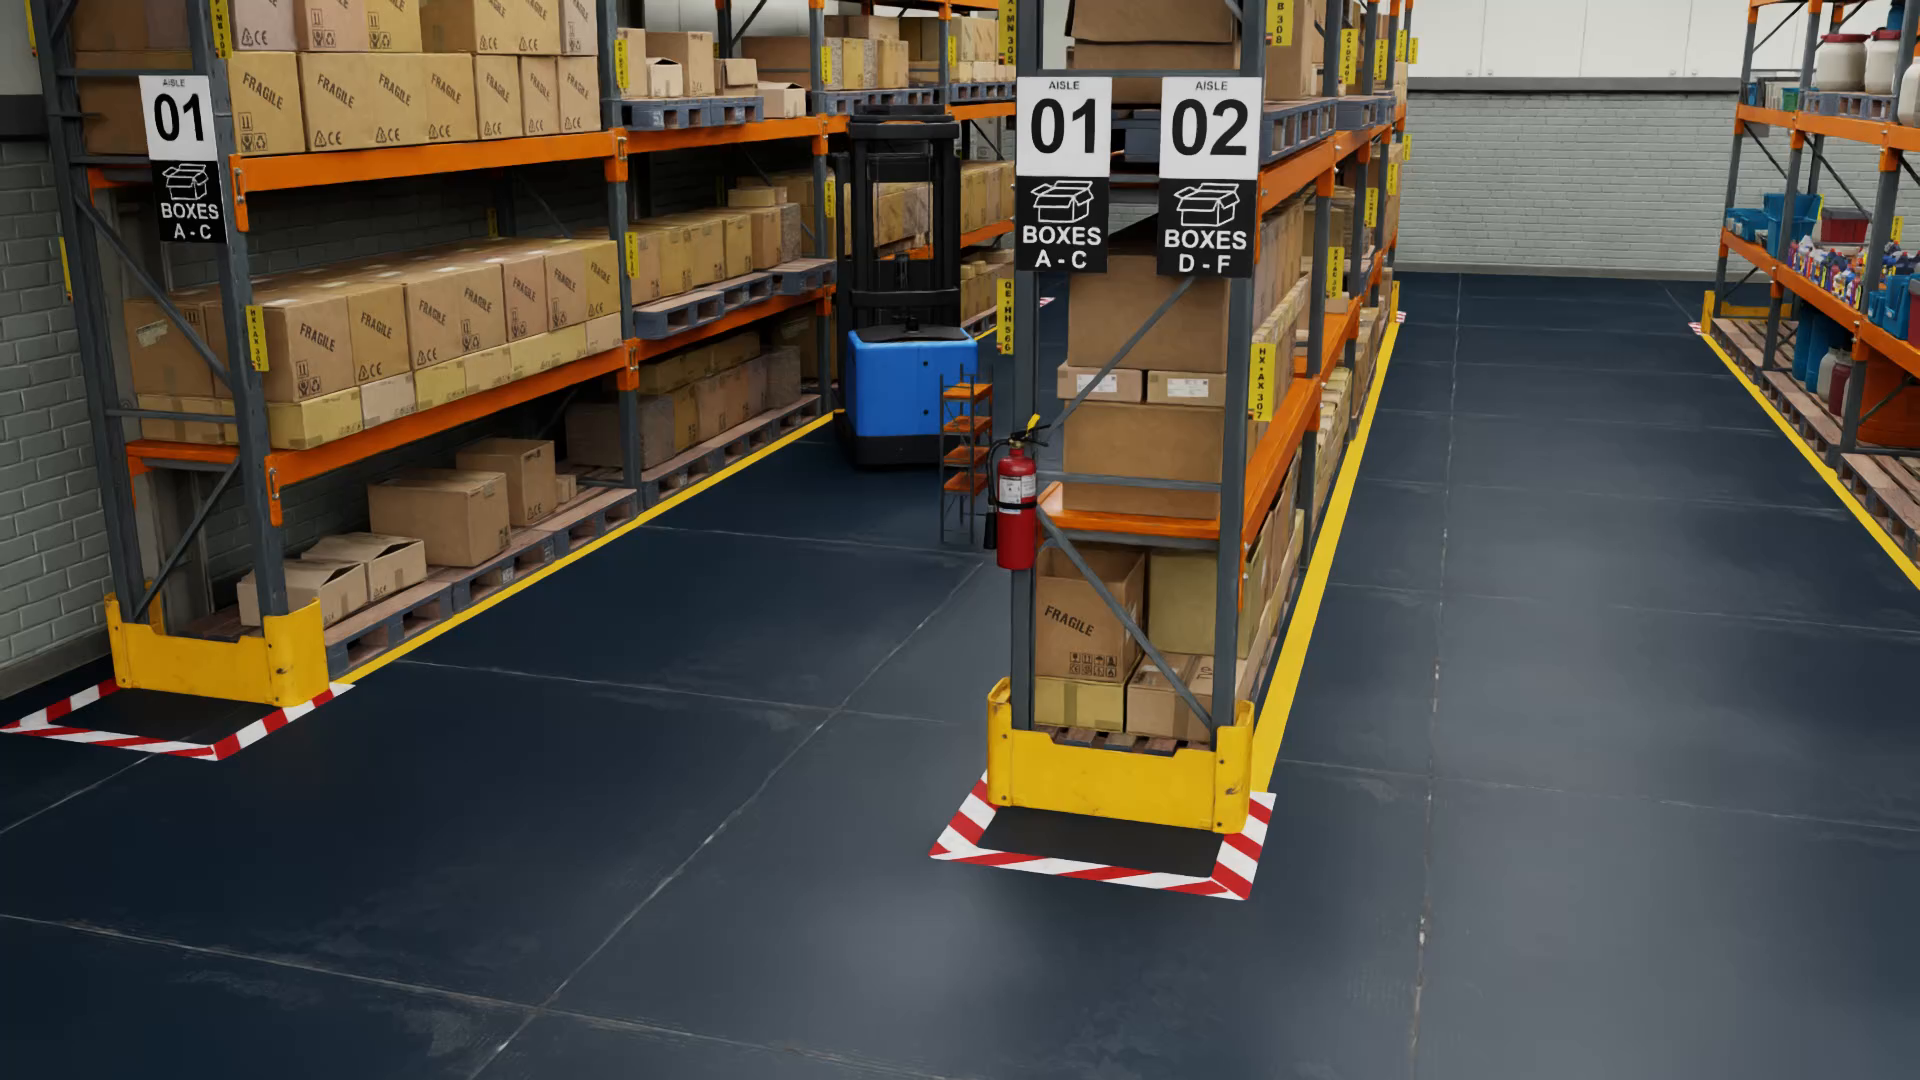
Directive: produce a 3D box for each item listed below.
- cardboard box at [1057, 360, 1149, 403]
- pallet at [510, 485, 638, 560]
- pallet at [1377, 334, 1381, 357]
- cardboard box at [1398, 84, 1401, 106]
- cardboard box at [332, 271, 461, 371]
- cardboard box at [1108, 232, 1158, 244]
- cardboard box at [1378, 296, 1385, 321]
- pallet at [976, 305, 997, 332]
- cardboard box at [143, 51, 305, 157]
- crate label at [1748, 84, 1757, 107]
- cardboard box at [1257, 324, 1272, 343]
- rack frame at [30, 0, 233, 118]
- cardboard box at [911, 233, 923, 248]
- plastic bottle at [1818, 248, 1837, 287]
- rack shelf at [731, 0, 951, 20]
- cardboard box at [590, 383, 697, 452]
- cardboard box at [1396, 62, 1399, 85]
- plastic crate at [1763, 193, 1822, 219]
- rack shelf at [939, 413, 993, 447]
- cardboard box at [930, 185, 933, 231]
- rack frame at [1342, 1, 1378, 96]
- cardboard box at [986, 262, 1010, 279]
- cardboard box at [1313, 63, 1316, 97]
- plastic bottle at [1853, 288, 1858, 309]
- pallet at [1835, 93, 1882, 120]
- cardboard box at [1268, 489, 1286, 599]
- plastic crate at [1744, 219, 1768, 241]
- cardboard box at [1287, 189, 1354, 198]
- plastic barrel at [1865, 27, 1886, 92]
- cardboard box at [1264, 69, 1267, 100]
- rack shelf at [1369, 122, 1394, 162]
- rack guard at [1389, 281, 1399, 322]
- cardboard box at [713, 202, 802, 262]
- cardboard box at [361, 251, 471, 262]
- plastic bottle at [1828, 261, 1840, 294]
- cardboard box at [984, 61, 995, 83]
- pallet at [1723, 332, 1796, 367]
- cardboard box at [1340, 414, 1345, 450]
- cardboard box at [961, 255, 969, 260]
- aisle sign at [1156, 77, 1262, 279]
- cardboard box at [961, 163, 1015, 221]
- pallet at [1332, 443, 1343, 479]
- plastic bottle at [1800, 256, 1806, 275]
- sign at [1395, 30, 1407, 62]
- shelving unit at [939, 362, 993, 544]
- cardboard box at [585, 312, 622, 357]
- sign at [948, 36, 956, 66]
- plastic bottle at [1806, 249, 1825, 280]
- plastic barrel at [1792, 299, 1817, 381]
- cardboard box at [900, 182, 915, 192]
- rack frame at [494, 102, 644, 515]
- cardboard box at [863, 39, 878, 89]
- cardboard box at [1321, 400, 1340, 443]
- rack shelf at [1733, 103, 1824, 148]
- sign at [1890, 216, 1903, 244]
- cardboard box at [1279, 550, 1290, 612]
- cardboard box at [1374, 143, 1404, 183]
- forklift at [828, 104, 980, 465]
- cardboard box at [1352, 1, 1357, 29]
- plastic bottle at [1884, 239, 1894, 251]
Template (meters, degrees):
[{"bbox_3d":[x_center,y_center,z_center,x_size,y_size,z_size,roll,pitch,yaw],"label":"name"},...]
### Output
[{"bbox_3d":[0.650,-0.722,7.506,0.380,0.149,0.250,4,16,15],"label":"cardboard box"},{"bbox_3d":[-3.046,-0.157,11.995,1.003,0.211,1.213,5,16,16],"label":"pallet"},{"bbox_3d":[4.331,-2.225,19.286,1.003,0.211,1.213,5,16,16],"label":"pallet"},{"bbox_3d":[4.938,-5.258,19.647,0.500,0.250,0.500,5,16,16],"label":"cardboard box"},{"bbox_3d":[-3.299,-1.293,9.756,0.500,0.500,0.500,4,16,14],"label":"cardboard box"},{"bbox_3d":[1.029,-1.192,7.975,0.700,0.500,0.500,4,16,14],"label":"cardboard box"},{"bbox_3d":[5.054,-2.914,20.840,0.500,0.250,0.500,5,16,16],"label":"cardboard box"},{"bbox_3d":[0.020,-2.941,21.813,1.003,0.211,1.213,5,16,16],"label":"pallet"},{"bbox_3d":[-3.691,-2.199,8.369,0.500,0.500,0.500,5,17,17],"label":"cardboard box"},{"bbox_3d":[9.447,-5.203,19.452,0.408,0.251,0.502,5,16,16],"label":"crate label"},{"bbox_3d":[1.406,-1.030,8.593,0.380,0.149,0.250,4,16,15],"label":"cardboard box"},{"bbox_3d":[-4.026,-3.516,7.736,1.000,3.000,0.127,5,16,16],"label":"rack frame"},{"bbox_3d":[-0.625,-3.342,18.540,0.380,0.149,0.250,5,16,16],"label":"cardboard box"},{"bbox_3d":[7.952,-2.491,15.205,0.144,0.351,0.185,5,16,16],"label":"plastic bottle"},{"bbox_3d":[-1.184,-5.594,17.112,1.077,0.370,4.000,5,16,16],"label":"rack shelf"},{"bbox_3d":[-2.598,-1.019,13.699,0.700,0.500,0.500,4,16,15],"label":"cardboard box"},{"bbox_3d":[4.651,-5.237,18.657,0.500,0.250,0.500,5,16,16],"label":"cardboard box"},{"bbox_3d":[10.103,-3.992,20.231,0.616,0.435,0.499,5,16,16],"label":"plastic crate"},{"bbox_3d":[0.047,-0.771,11.776,0.258,0.148,0.480,5,16,16],"label":"rack shelf"},{"bbox_3d":[-0.506,-3.830,19.071,0.500,0.500,0.500,4,16,15],"label":"cardboard box"},{"bbox_3d":[2.998,-5.226,13.764,1.000,3.000,0.127,5,16,16],"label":"rack frame"},{"bbox_3d":[0.276,-3.494,22.462,0.700,0.500,0.500,5,16,16],"label":"cardboard box"},{"bbox_3d":[2.199,-3.171,11.520,0.500,0.250,0.500,3,16,10],"label":"cardboard box"},{"bbox_3d":[7.502,-2.027,13.843,0.097,0.201,0.097,0,16,0],"label":"plastic bottle"},{"bbox_3d":[8.434,-3.844,14.734,1.003,0.211,1.213,5,16,16],"label":"pallet"},{"bbox_3d":[1.519,-0.002,9.236,0.500,0.500,0.500,5,16,16],"label":"cardboard box"},{"bbox_3d":[9.174,-3.534,18.990,0.416,0.233,0.300,5,16,16],"label":"plastic crate"},{"bbox_3d":[3.651,-3.345,17.174,0.700,0.500,0.500,7,17,25],"label":"cardboard box"},{"bbox_3d":[8.818,-4.483,15.525,0.600,0.588,0.600,0,16,0],"label":"plastic barrel"},{"bbox_3d":[1.228,-2.133,7.789,0.380,0.149,0.250,5,16,16],"label":"cardboard box"},{"bbox_3d":[3.566,-3.960,16.116,1.077,0.370,4.000,5,16,16],"label":"rack shelf"},{"bbox_3d":[5.250,-3.211,22.233,1.175,0.500,0.348,5,16,16],"label":"rack guard"},{"bbox_3d":[-1.877,-2.859,15.424,0.700,0.500,0.500,3,16,9],"label":"cardboard box"},{"bbox_3d":[-3.521,-1.603,10.849,0.500,0.500,0.500,5,17,17],"label":"cardboard box"},{"bbox_3d":[7.777,-2.337,14.785,0.061,0.283,0.133,5,16,16],"label":"plastic bottle"},{"bbox_3d":[0.130,-5.818,20.670,0.500,0.250,0.500,4,16,14],"label":"cardboard box"},{"bbox_3d":[9.399,-2.176,19.113,1.003,0.211,1.213,5,16,16],"label":"pallet"},{"bbox_3d":[2.939,-0.928,13.872,0.500,0.250,0.500,4,16,15],"label":"cardboard box"},{"bbox_3d":[-0.097,-3.653,21.835,0.380,0.149,0.250,5,17,16],"label":"cardboard box"},{"bbox_3d":[0.999,-1.457,6.704,0.394,0.787,0.004,5,16,16],"label":"aisle sign"},{"bbox_3d":[0.189,-4.635,22.124,0.980,0.700,0.700,4,16,15],"label":"cardboard box"},{"bbox_3d":[2.726,-0.786,14.214,1.003,0.211,1.213,5,16,16],"label":"pallet"},{"bbox_3d":[8.195,-2.665,16.092,0.097,0.201,0.097,0,16,0],"label":"plastic bottle"},{"bbox_3d":[4.668,-5.226,17.590,0.100,0.325,0.005,5,16,16],"label":"sign"},{"bbox_3d":[0.047,-0.621,11.818,0.258,1.200,0.503,5,16,16],"label":"shelving unit"},{"bbox_3d":[-2.733,-1.467,11.742,0.500,0.250,0.500,5,16,16],"label":"cardboard box"},{"bbox_3d":[-0.093,-5.573,18.961,0.100,0.325,0.005,5,16,16],"label":"sign"},{"bbox_3d":[8.123,-2.608,15.755,0.152,0.276,0.135,5,16,16],"label":"plastic bottle"},{"bbox_3d":[8.712,-2.053,16.646,0.600,0.901,0.708,5,16,16],"label":"plastic barrel"},{"bbox_3d":[-0.803,-3.923,18.024,0.500,0.250,0.500,5,17,17],"label":"cardboard box"},{"bbox_3d":[-2.889,-1.677,12.244,1.000,3.000,0.127,5,16,16],"label":"rack frame"},{"bbox_3d":[-1.271,-4.974,17.383,0.700,0.500,0.500,5,16,16],"label":"cardboard box"},{"bbox_3d":[2.653,-0.934,12.866,0.500,0.311,0.500,5,17,17],"label":"cardboard box"},{"bbox_3d":[9.451,-4.622,18.448,1.077,0.370,4.000,5,16,16],"label":"rack shelf"},{"bbox_3d":[9.409,-3.092,16.725,0.100,0.325,0.005,5,16,16],"label":"sign"},{"bbox_3d":[1.659,0.227,9.800,0.500,0.250,0.500,5,16,16],"label":"cardboard box"},{"bbox_3d":[5.408,-4.824,21.326,0.500,0.500,0.500,4,16,15],"label":"cardboard box"},{"bbox_3d":[-0.577,-2.388,14.878,1.130,2.935,3.031,-3,16,-9],"label":"forklift"},{"bbox_3d":[3.273,-4.559,14.894,0.500,0.500,0.500,5,16,16],"label":"cardboard box"},{"bbox_3d":[8.935,-2.712,15.984,0.144,0.351,0.185,5,16,16],"label":"plastic bottle"}]
